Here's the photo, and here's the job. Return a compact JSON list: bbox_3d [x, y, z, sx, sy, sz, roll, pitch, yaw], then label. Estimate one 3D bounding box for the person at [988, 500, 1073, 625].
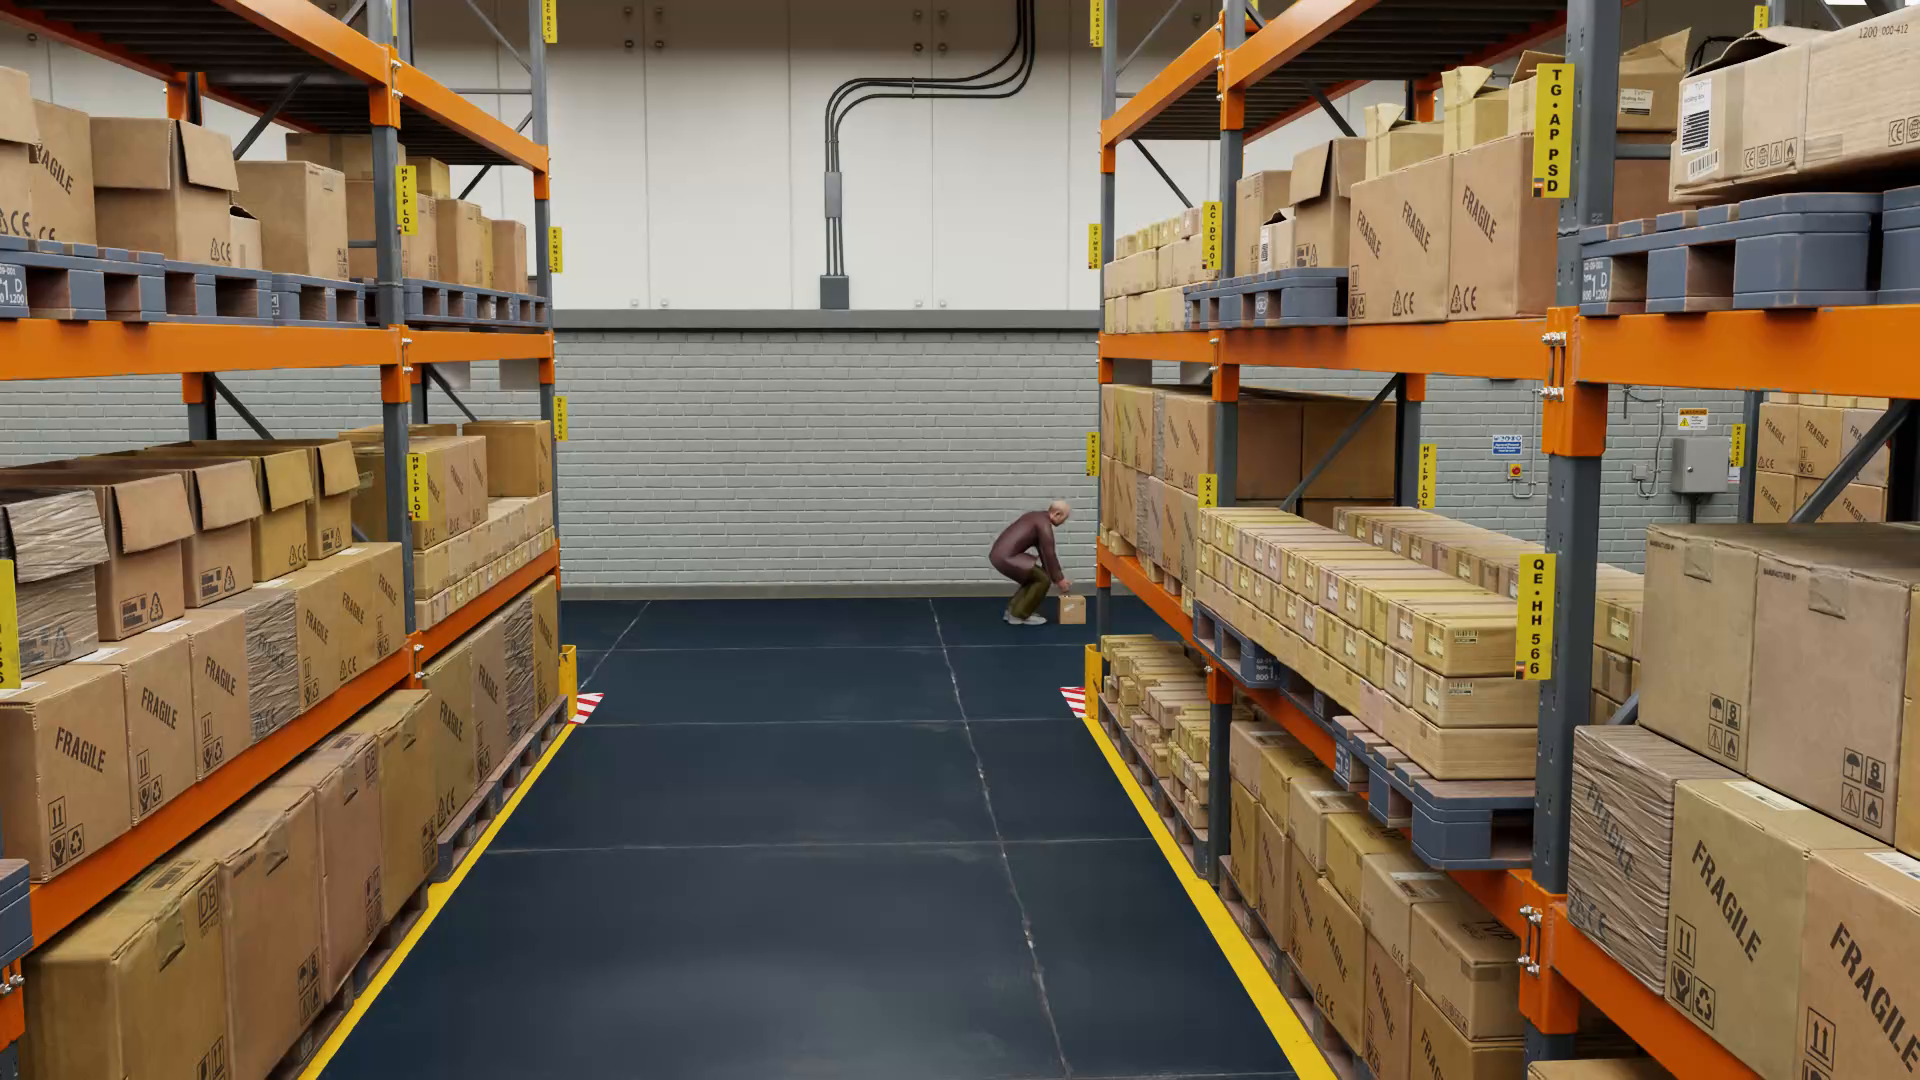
[{"bbox_3d":[0.685,0.213,16.424,0.814,1.211,0.625,0,7,-4],"label":"person"}]
